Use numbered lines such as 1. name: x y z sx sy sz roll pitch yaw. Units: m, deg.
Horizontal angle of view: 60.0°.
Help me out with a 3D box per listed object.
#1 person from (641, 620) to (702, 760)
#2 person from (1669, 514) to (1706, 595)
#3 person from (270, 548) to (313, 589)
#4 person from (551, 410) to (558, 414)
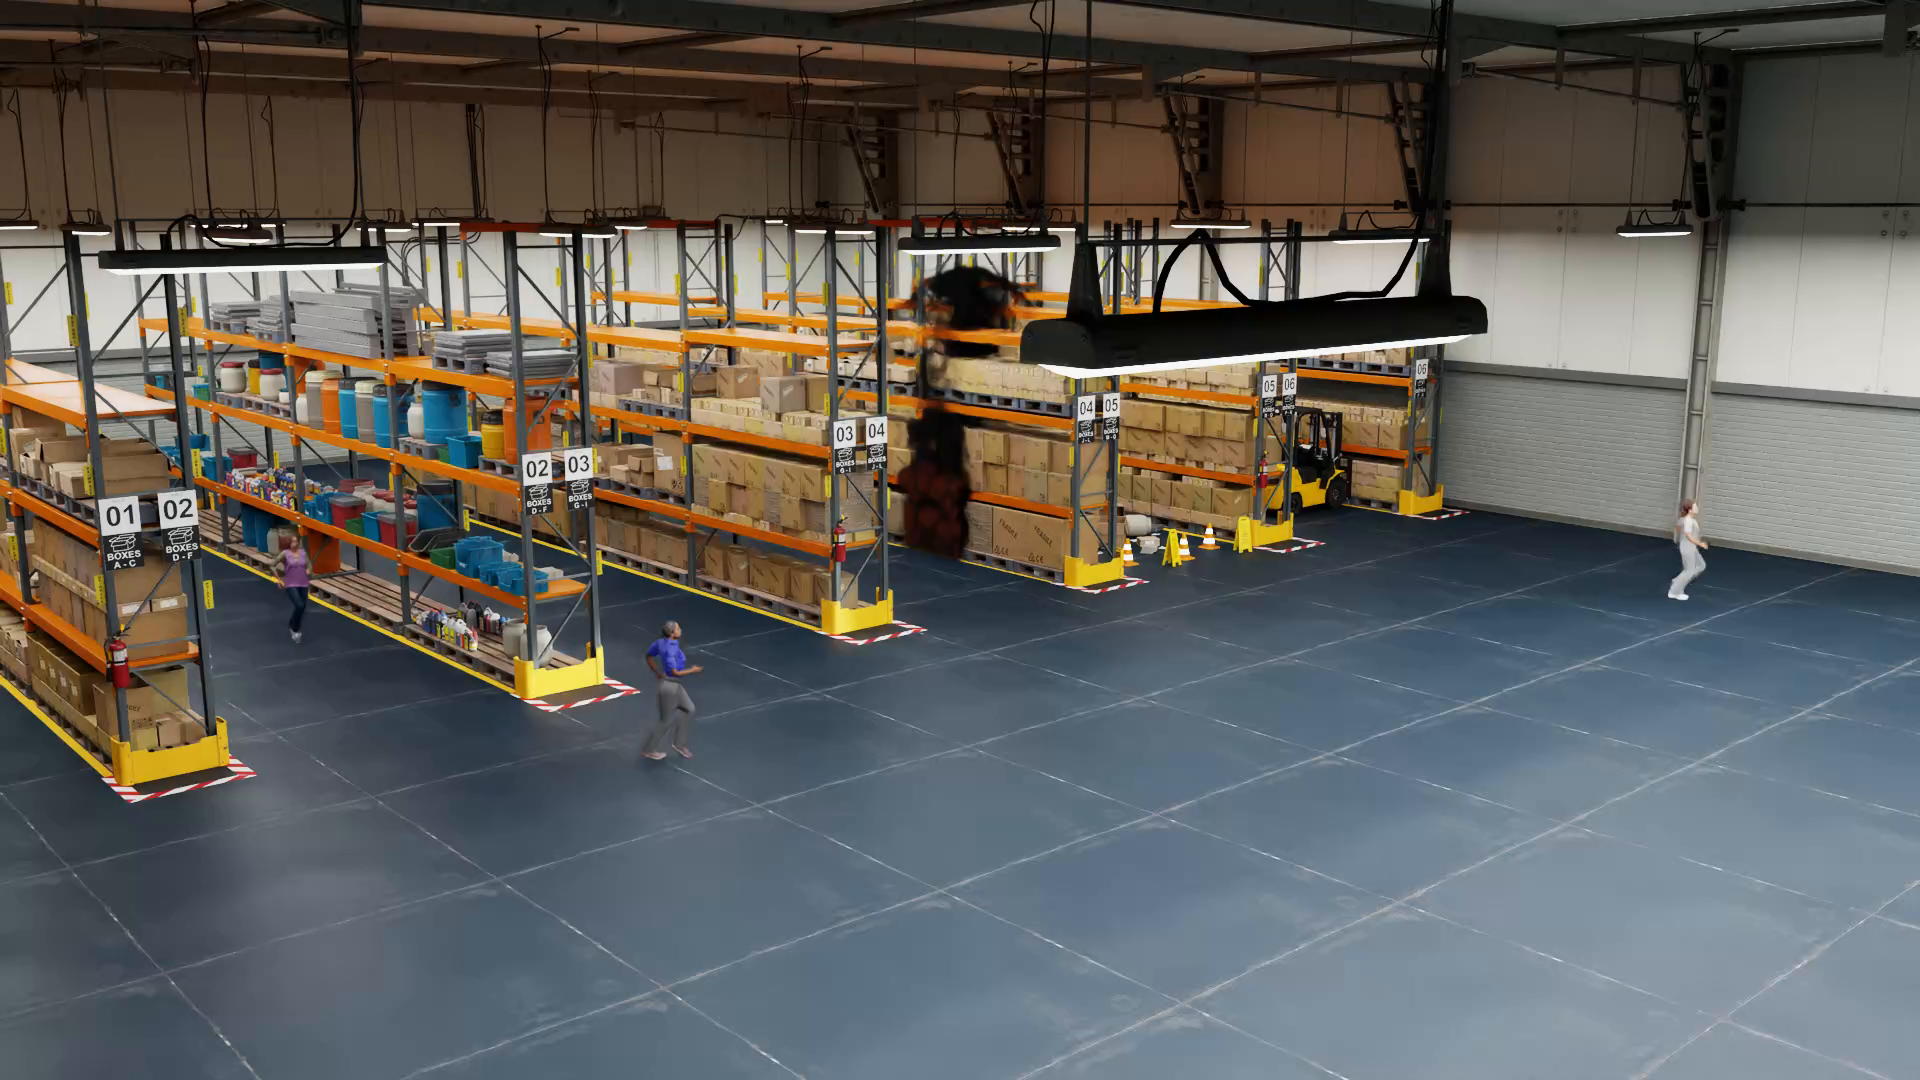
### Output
1. person: -3.319 1.749 19.083 0.738 1.703 0.563 -3 12 -14
2. person: 11.836 0.250 26.979 0.534 1.329 0.539 4 12 18
3. person: -9.755 0.414 24.306 0.425 0.582 0.510 9 14 37
4. person: -9.539 -2.219 38.855 0.782 1.588 0.537 -4 12 -20
